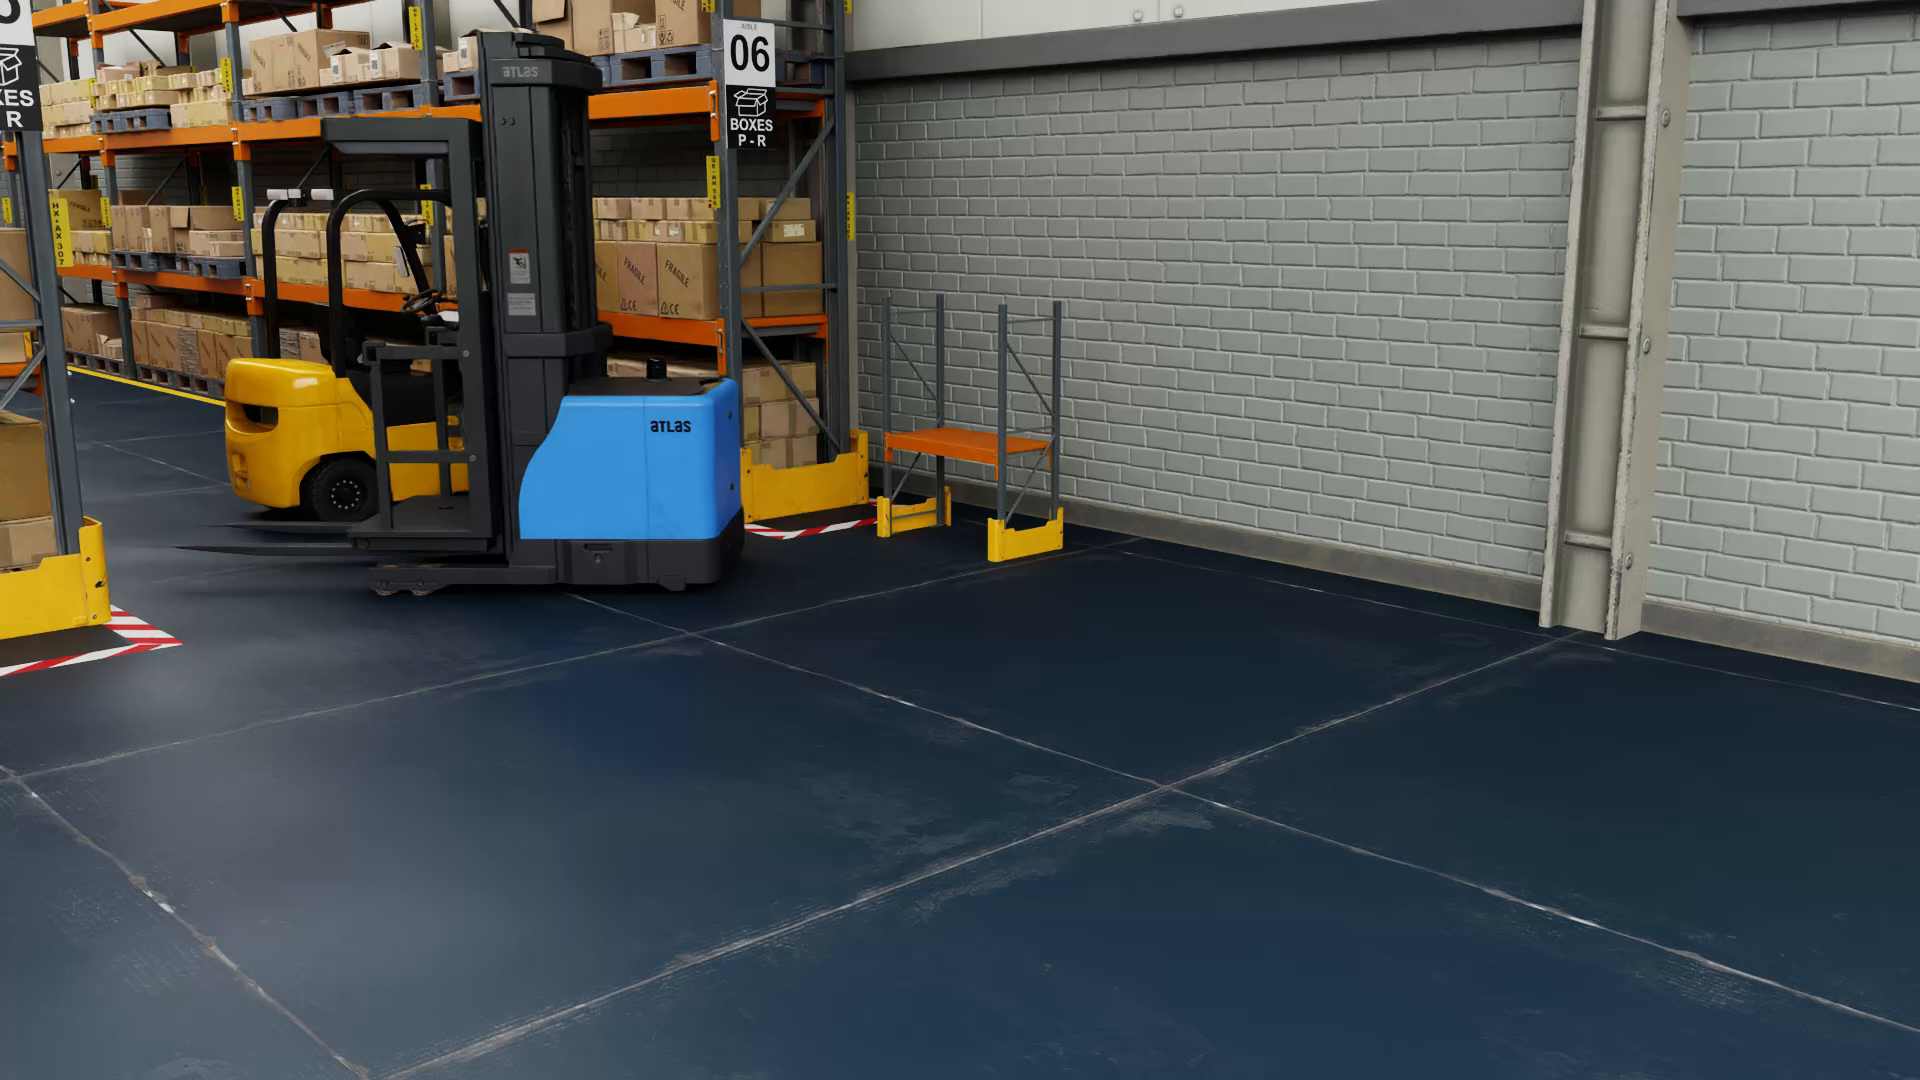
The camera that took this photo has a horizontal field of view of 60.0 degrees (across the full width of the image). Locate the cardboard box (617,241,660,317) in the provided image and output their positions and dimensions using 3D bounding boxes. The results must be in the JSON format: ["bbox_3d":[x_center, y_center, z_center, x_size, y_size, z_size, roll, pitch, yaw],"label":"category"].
[{"bbox_3d":[-2.053,-1.842,11.672,0.500,0.500,0.500,-10,15,-41],"label":"cardboard box"}]

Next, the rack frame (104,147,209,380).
[{"bbox_3d":[-9.459,-3.432,19.638,1.000,3.000,0.127,-11,16,-43],"label":"rack frame"}]

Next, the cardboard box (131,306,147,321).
[{"bbox_3d":[-9.403,-2.642,19.348,0.380,0.149,0.250,-10,15,-40],"label":"cardboard box"}]

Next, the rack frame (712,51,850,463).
[{"bbox_3d":[-1.172,-1.681,11.137,1.000,3.000,0.127,-11,16,-43],"label":"rack frame"}]

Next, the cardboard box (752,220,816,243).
[{"bbox_3d":[-1.218,-2.133,11.477,0.250,0.149,0.380,11,16,44],"label":"cardboard box"}]

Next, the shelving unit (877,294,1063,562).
[{"bbox_3d":[0.053,-0.723,10.206,0.587,1.500,1.083,-11,16,-43],"label":"shelving unit"}]

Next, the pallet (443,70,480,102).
[{"bbox_3d":[-3.326,-3.570,13.090,1.003,0.211,1.213,-11,16,-43],"label":"pallet"}]

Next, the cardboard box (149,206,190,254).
[{"bbox_3d":[-8.387,-3.395,18.168,0.700,0.500,0.500,-11,16,-43],"label":"cardboard box"}]

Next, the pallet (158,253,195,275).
[{"bbox_3d":[-8.043,-3.038,18.198,1.003,0.211,1.213,-11,16,-43],"label":"pallet"}]

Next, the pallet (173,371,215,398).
[{"bbox_3d":[-8.023,-1.775,18.504,1.003,0.211,1.213,-11,16,-43],"label":"pallet"}]

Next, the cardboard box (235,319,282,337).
[{"bbox_3d":[-7.220,-2.184,17.127,0.250,0.149,0.380,11,16,42],"label":"cardboard box"}]

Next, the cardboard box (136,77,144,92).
[{"bbox_3d":[-8.630,-4.896,17.903,0.380,0.149,0.250,-11,16,-42],"label":"cardboard box"}]

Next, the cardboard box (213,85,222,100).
[{"bbox_3d":[-7.280,-4.498,16.761,0.250,0.149,0.380,11,16,44],"label":"cardboard box"}]

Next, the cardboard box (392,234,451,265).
[{"bbox_3d":[-4.458,-2.472,14.110,0.500,0.250,0.500,-11,16,-44],"label":"cardboard box"}]

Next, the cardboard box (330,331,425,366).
[{"bbox_3d":[-5.353,-1.606,15.616,0.625,0.625,0.875,11,16,43],"label":"cardboard box"}]

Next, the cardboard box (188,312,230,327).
[{"bbox_3d":[-8.249,-2.425,18.294,0.380,0.149,0.250,-11,16,-42],"label":"cardboard box"}]

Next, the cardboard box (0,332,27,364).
[{"bbox_3d":[-4.844,-0.944,8.183,0.380,0.149,0.250,-11,16,-42],"label":"cardboard box"}]

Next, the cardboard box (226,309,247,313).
[{"bbox_3d":[-8.071,-2.535,18.828,0.380,0.149,0.250,-11,16,-42],"label":"cardboard box"}]

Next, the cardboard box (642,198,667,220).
[{"bbox_3d":[-1.964,-2.282,11.463,0.380,0.149,0.250,-10,16,-41],"label":"cardboard box"}]

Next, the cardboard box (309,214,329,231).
[{"bbox_3d":[-5.790,-2.941,15.396,0.380,0.149,0.250,-10,16,-41],"label":"cardboard box"}]

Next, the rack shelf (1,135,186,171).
[{"bbox_3d":[-10.840,-4.841,20.824,1.077,0.370,4.000,-11,16,-43],"label":"rack shelf"}]

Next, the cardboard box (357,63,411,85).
[{"bbox_3d":[-4.913,-3.984,14.214,0.380,0.149,0.250,-11,16,-43],"label":"cardboard box"}]

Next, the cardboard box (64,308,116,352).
[{"bbox_3d":[-11.012,-2.674,21.110,0.500,0.500,0.500,-11,16,-42],"label":"cardboard box"}]

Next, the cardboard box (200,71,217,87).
[{"bbox_3d":[-7.473,-4.679,16.901,0.250,0.149,0.380,11,16,43],"label":"cardboard box"}]

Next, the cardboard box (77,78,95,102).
[{"bbox_3d":[-9.981,-5.259,19.464,0.500,0.250,0.500,-11,16,-42],"label":"cardboard box"}]

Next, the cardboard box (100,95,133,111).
[{"bbox_3d":[-9.386,-4.891,18.620,0.380,0.149,0.250,-11,16,-42],"label":"cardboard box"}]

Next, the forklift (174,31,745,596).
[{"bbox_3d":[-2.797,-1.241,9.174,3.031,2.935,1.130,0,12,1],"label":"forklift"}]

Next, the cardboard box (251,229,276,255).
[{"bbox_3d":[-6.585,-2.918,16.272,0.500,0.250,0.500,-11,16,-43],"label":"cardboard box"}]

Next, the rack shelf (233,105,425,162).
[{"bbox_3d":[-5.315,-3.673,15.157,1.077,0.370,4.000,-11,16,-43],"label":"rack shelf"}]

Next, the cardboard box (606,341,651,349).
[{"bbox_3d":[-2.754,-1.421,13.171,0.500,0.250,0.500,-11,16,-42],"label":"cardboard box"}]

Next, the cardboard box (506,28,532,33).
[{"bbox_3d":[-3.129,-3.664,12.372,0.258,0.266,0.396,11,16,44],"label":"cardboard box"}]

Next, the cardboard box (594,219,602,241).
[{"bbox_3d":[-2.517,-2.243,12.010,0.380,0.149,0.250,-11,16,-42],"label":"cardboard box"}]

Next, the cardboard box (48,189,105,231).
[{"bbox_3d":[-11.066,-4.133,20.815,0.500,0.500,0.500,-10,16,-41],"label":"cardboard box"}]

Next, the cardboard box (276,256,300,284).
[{"bbox_3d":[-6.223,-2.602,15.980,0.500,0.250,0.500,-11,16,-44],"label":"cardboard box"}]

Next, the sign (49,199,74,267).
[{"bbox_3d":[-4.367,-1.488,8.057,0.100,0.325,0.005,-11,16,-43],"label":"sign"}]

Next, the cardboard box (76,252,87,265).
[{"bbox_3d":[-10.612,-3.466,20.422,0.380,0.149,0.250,-11,16,-43],"label":"cardboard box"}]

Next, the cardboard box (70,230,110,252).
[{"bbox_3d":[-10.678,-3.691,20.526,0.500,0.250,0.500,-11,16,-43],"label":"cardboard box"}]

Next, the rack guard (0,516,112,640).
[{"bbox_3d":[-4.811,0.224,8.083,1.175,0.500,0.348,-11,16,-43],"label":"rack guard"}]

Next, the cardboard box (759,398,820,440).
[{"bbox_3d":[-1.346,-0.882,11.795,0.500,0.250,0.500,-11,16,-42],"label":"cardboard box"}]

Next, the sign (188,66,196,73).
[{"bbox_3d":[-9.060,-5.425,19.621,0.100,0.325,0.005,-11,16,-43],"label":"sign"}]

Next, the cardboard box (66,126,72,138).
[{"bbox_3d":[-10.596,-4.946,20.173,0.380,0.149,0.250,-10,15,-41],"label":"cardboard box"}]

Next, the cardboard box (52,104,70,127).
[{"bbox_3d":[-10.685,-5.160,20.224,0.500,0.250,0.500,-10,16,-41],"label":"cardboard box"}]

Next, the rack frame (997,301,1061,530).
[{"bbox_3d":[0.410,-0.648,9.840,0.500,1.500,0.032,-11,16,-43],"label":"rack frame"}]

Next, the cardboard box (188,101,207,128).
[{"bbox_3d":[-7.574,-4.359,17.071,0.500,0.250,0.500,-11,16,-42],"label":"cardboard box"}]

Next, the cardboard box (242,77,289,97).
[{"bbox_3d":[-6.675,-4.365,16.020,0.380,0.166,0.250,-11,16,-43],"label":"cardboard box"}]

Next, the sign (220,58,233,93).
[{"bbox_3d":[-7.090,-4.496,16.084,0.100,0.325,0.005,-11,16,-43],"label":"sign"}]

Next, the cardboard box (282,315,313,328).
[{"bbox_3d":[-6.995,-2.310,17.735,0.380,0.149,0.250,-10,15,-41],"label":"cardboard box"}]

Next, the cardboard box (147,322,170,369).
[{"bbox_3d":[-8.912,-2.235,18.982,0.500,0.500,0.500,-11,16,-43],"label":"cardboard box"}]
